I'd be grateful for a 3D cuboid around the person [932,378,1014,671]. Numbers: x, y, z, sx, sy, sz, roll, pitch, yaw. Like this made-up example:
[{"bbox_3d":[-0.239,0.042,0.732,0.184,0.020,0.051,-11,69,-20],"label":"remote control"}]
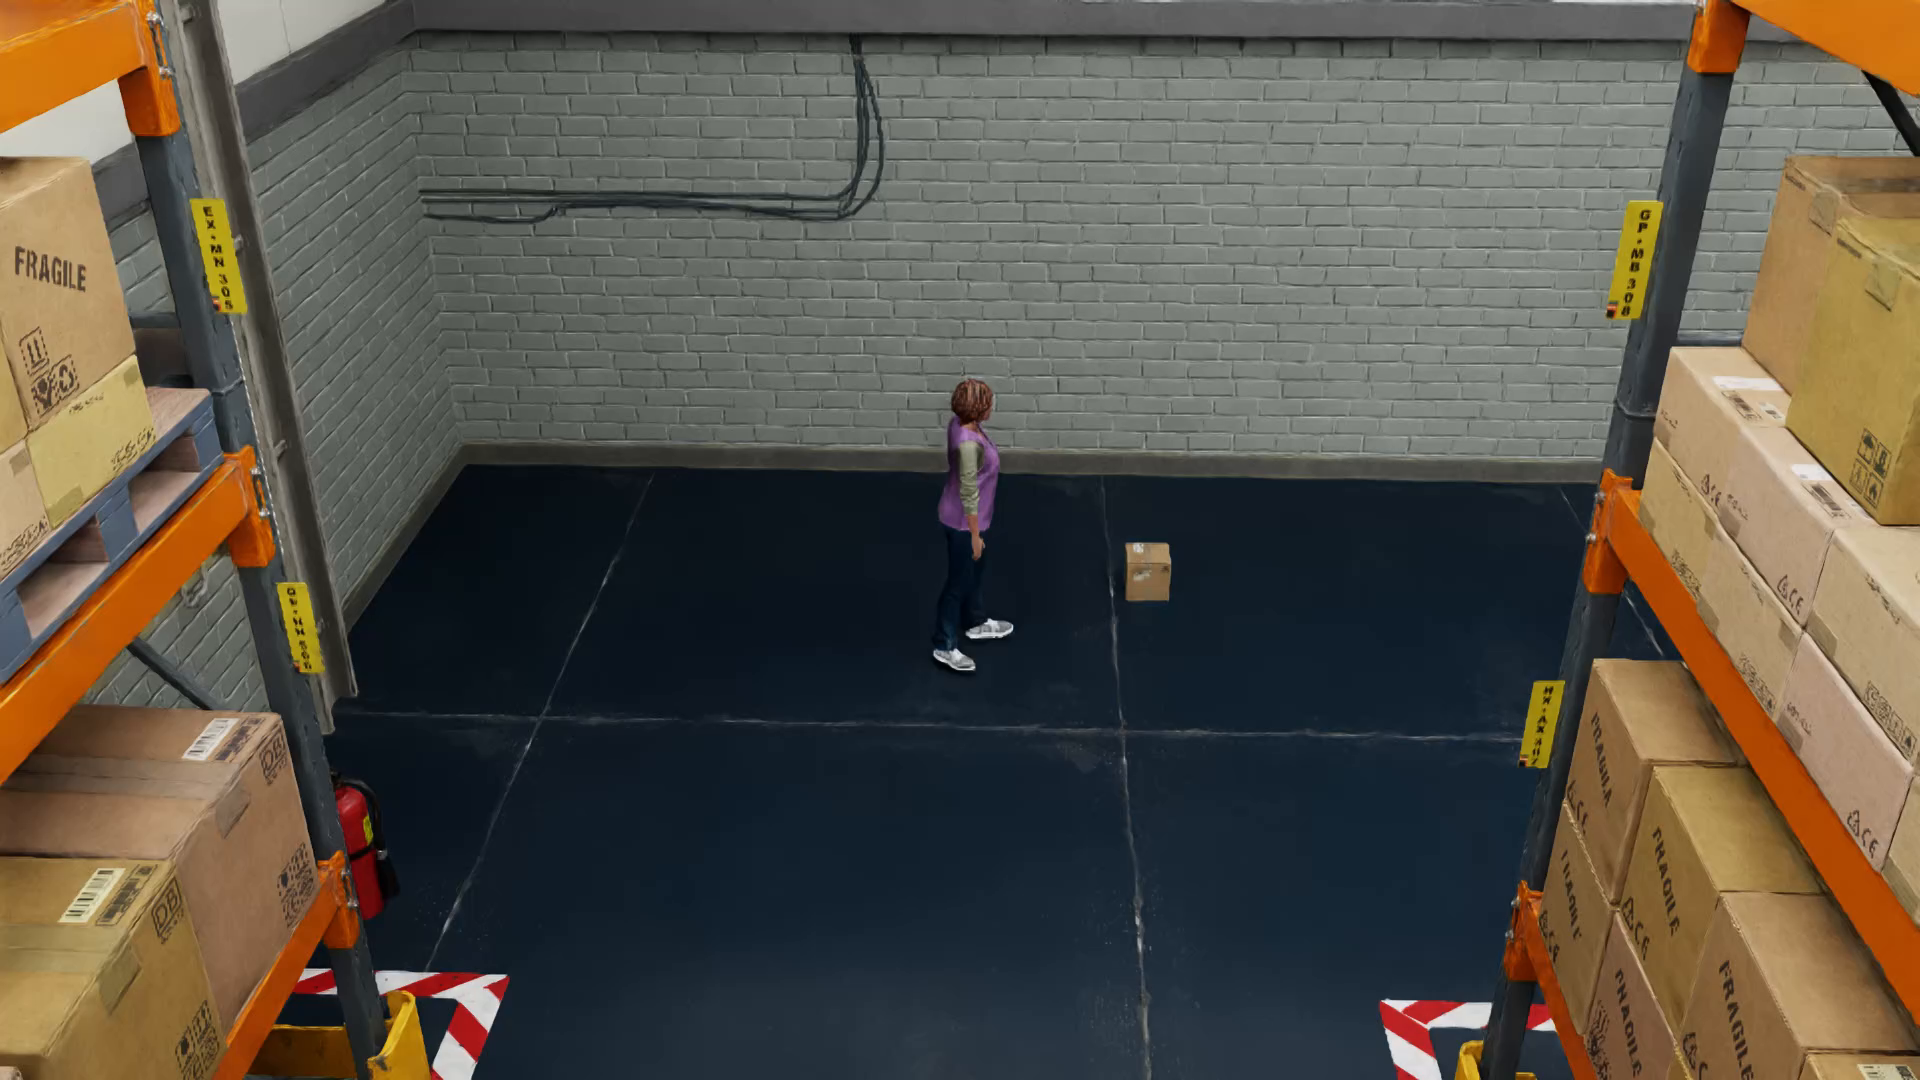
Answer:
[{"bbox_3d":[0.074,-0.103,8.775,0.456,1.594,0.511,-1,28,-1],"label":"person"}]
